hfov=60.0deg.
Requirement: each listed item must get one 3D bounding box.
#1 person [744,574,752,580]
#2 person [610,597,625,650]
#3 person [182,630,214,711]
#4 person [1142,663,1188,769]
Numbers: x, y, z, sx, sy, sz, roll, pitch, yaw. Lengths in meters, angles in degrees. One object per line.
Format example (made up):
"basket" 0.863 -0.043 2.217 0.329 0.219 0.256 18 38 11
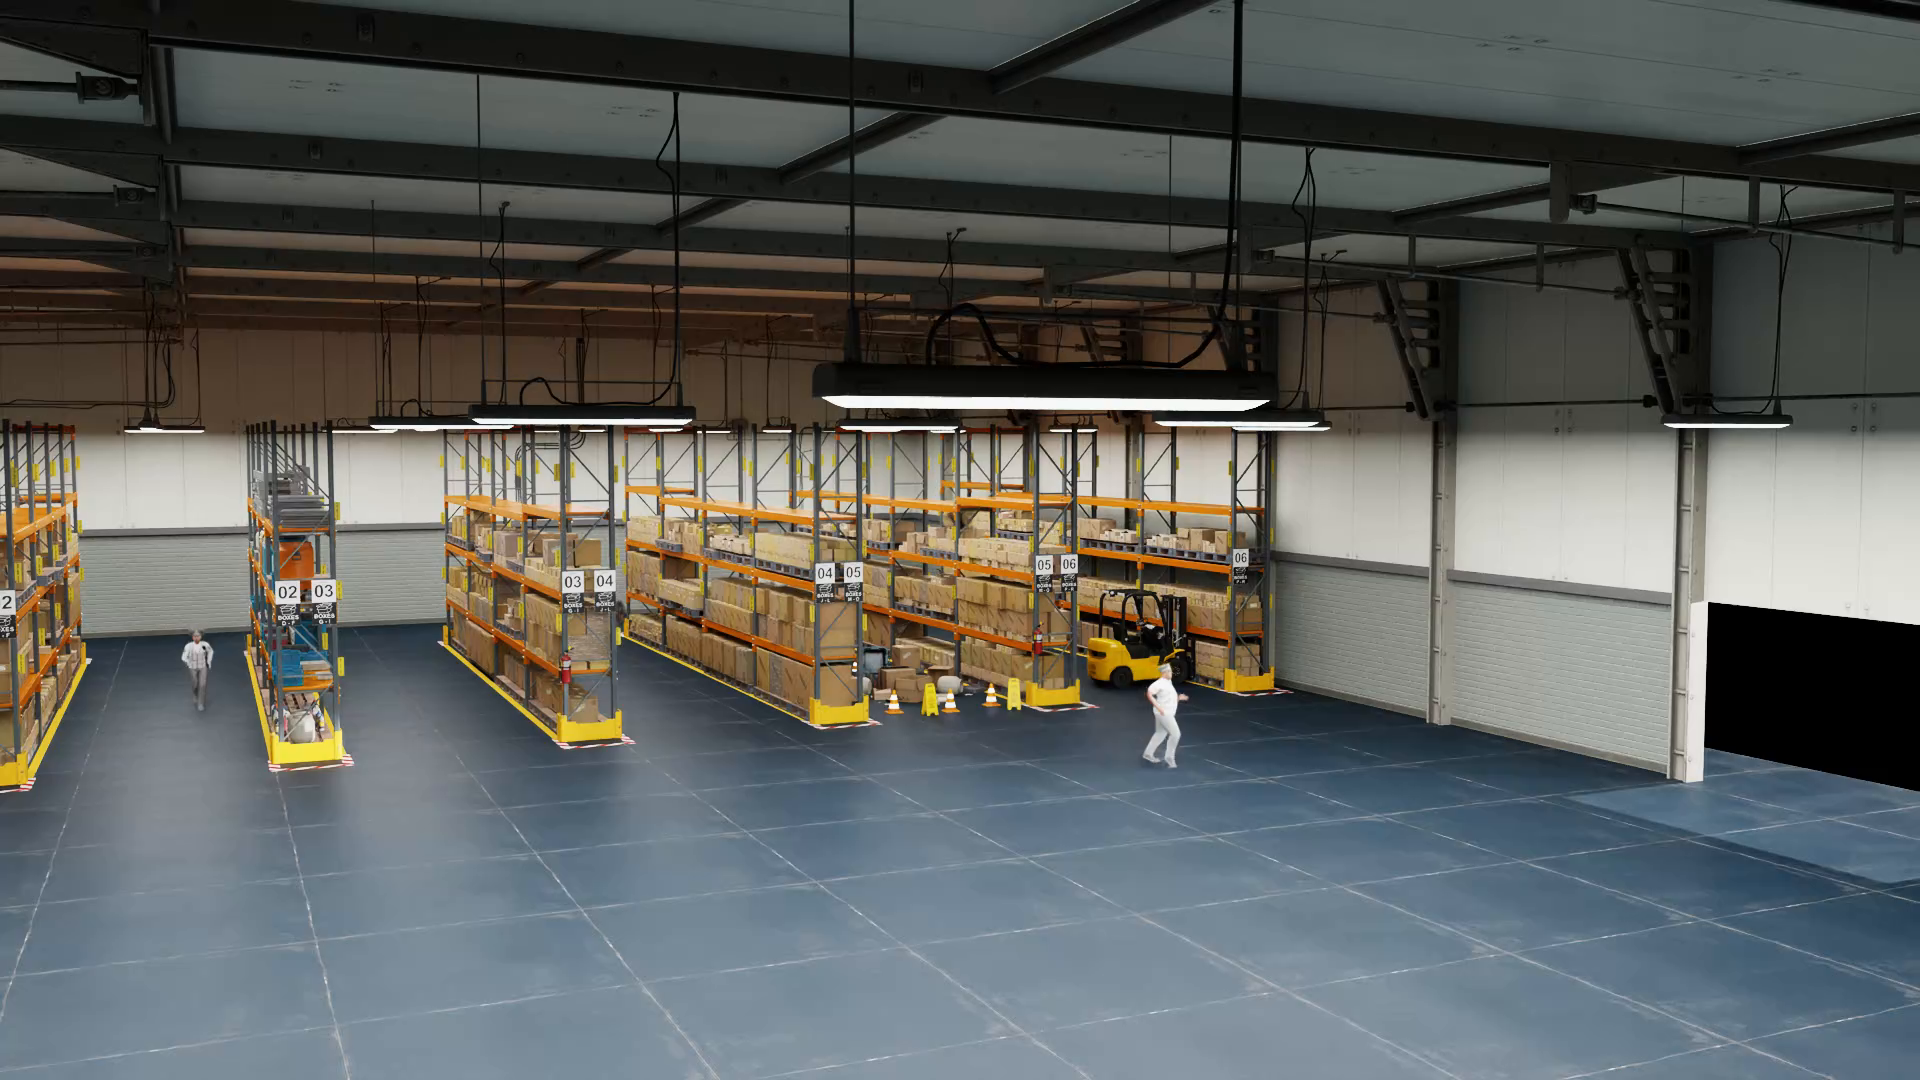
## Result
"person" -6.413 1.713 50.641 0.587 1.715 0.720 -1 4 -23
"person" -9.196 2.128 44.097 0.692 1.677 0.555 -2 4 -24
"person" -16.011 2.699 34.950 0.603 1.681 0.898 -2 4 -23
"person" 3.559 3.050 28.837 0.777 1.851 0.638 1 4 15
